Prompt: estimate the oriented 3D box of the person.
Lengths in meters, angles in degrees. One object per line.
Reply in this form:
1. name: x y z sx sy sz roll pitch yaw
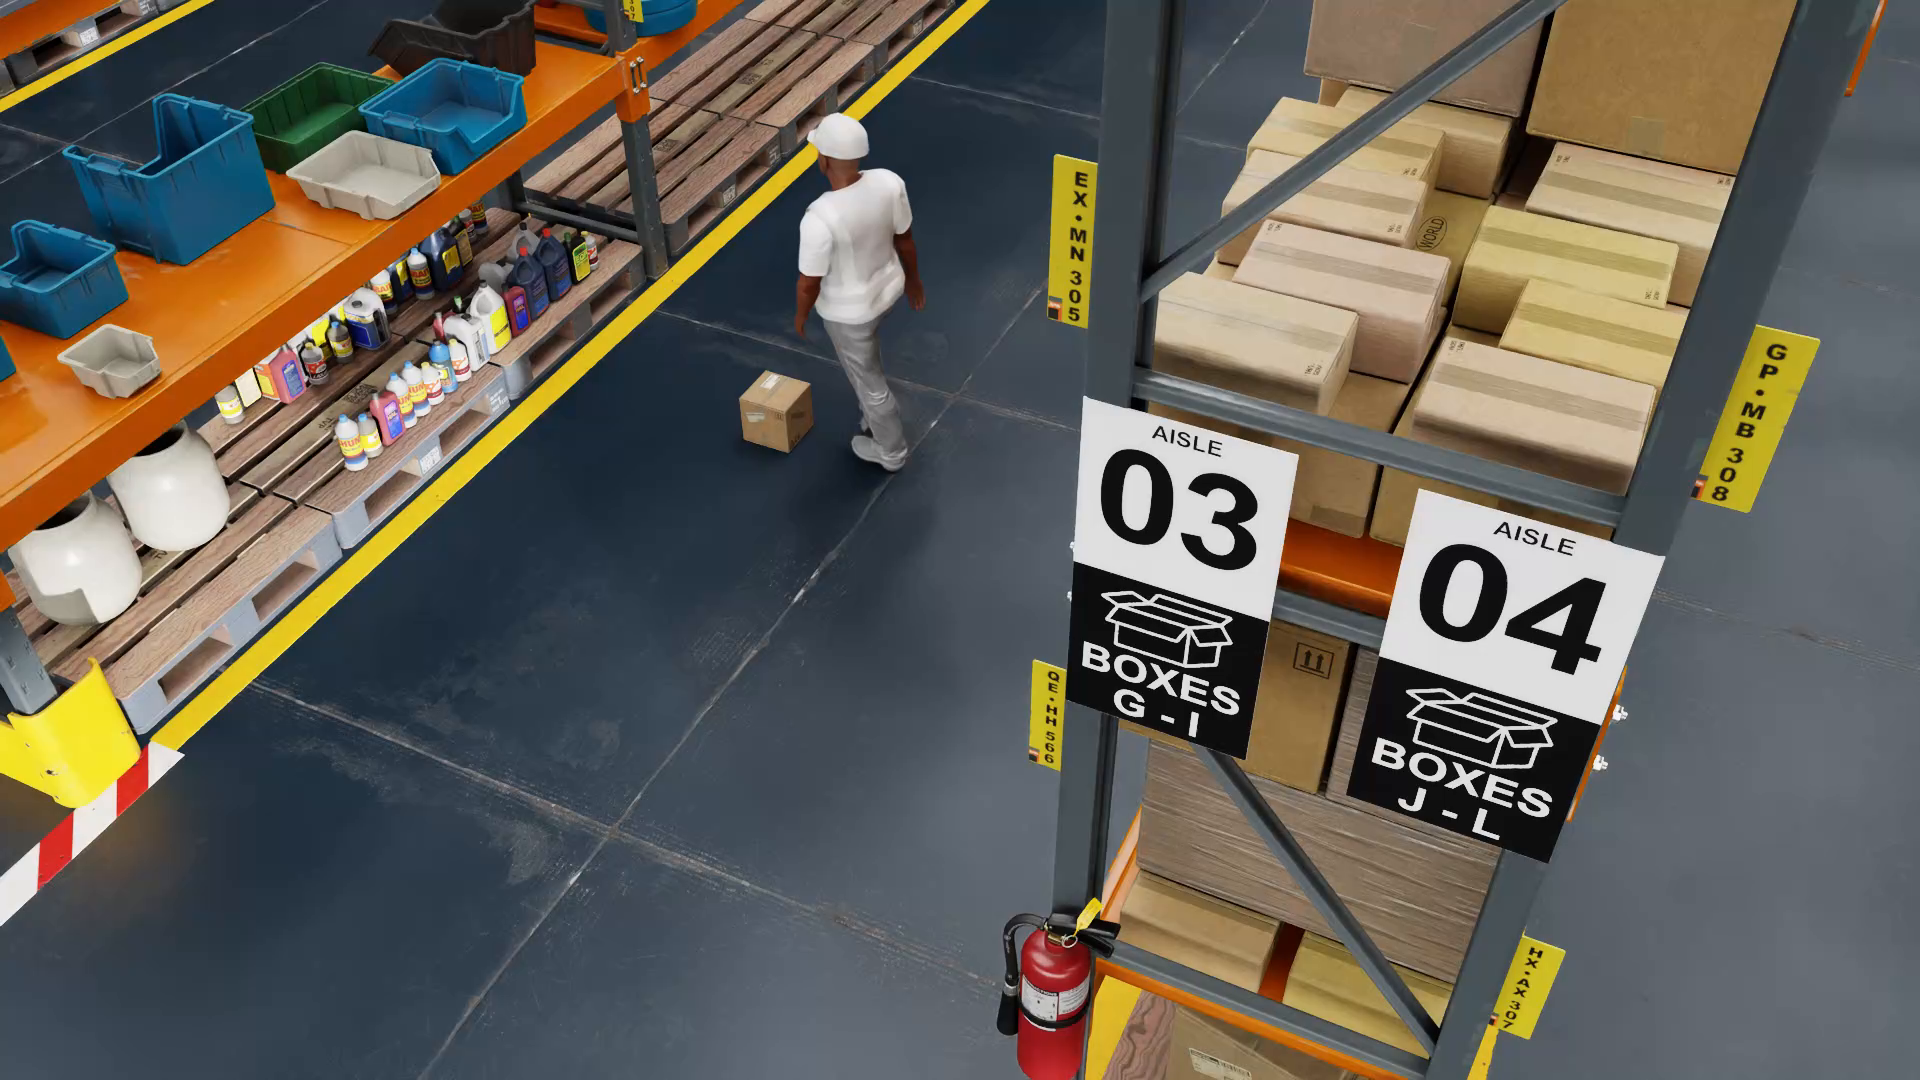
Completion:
1. person: -0.475 -1.042 7.331 0.511 1.824 0.628 27 48 27
